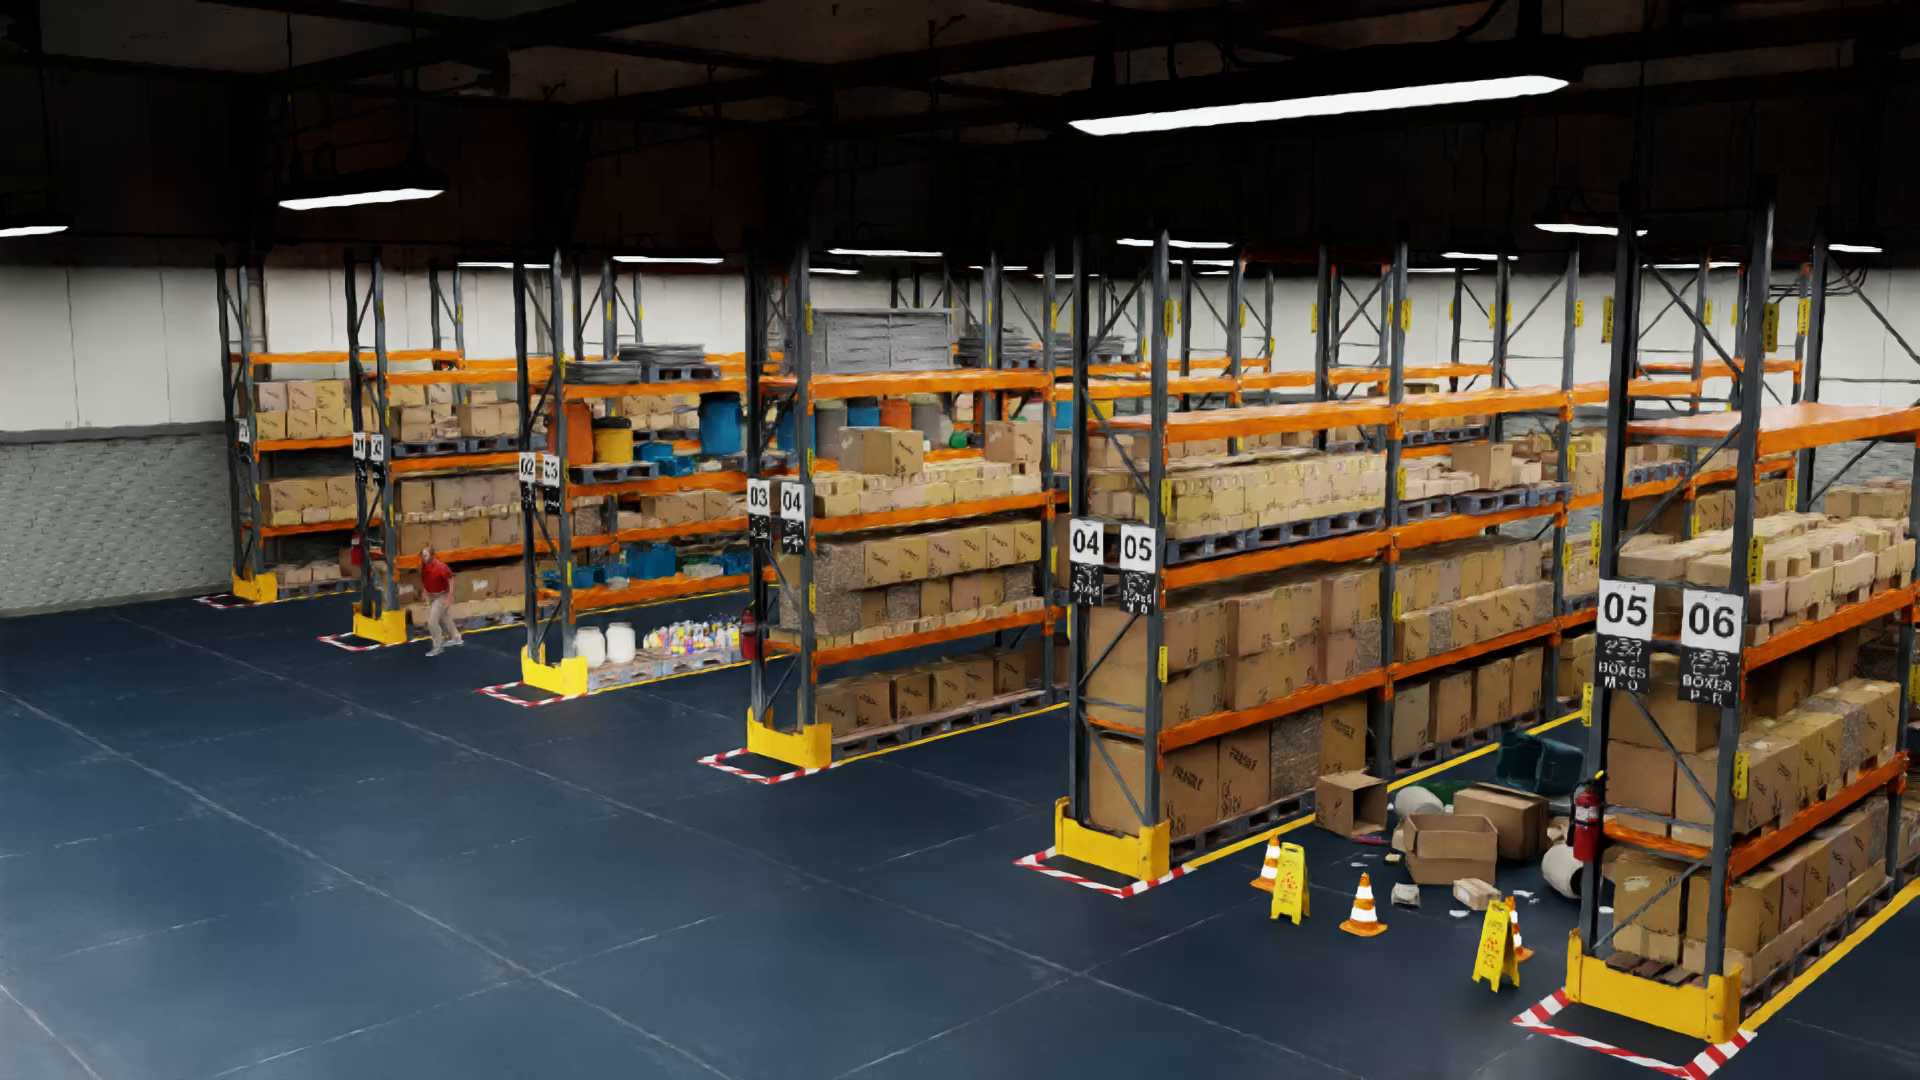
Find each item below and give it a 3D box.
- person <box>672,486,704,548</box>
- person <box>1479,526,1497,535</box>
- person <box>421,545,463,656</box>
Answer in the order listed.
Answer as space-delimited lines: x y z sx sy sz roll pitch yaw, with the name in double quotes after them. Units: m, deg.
-5.607 -0.498 33.954 0.710 1.728 0.816 7 11 40 "person"
8.750 0.404 27.442 0.522 1.770 0.692 2 8 16 "person"
-7.727 0.860 24.858 0.670 1.640 0.828 6 10 36 "person"
